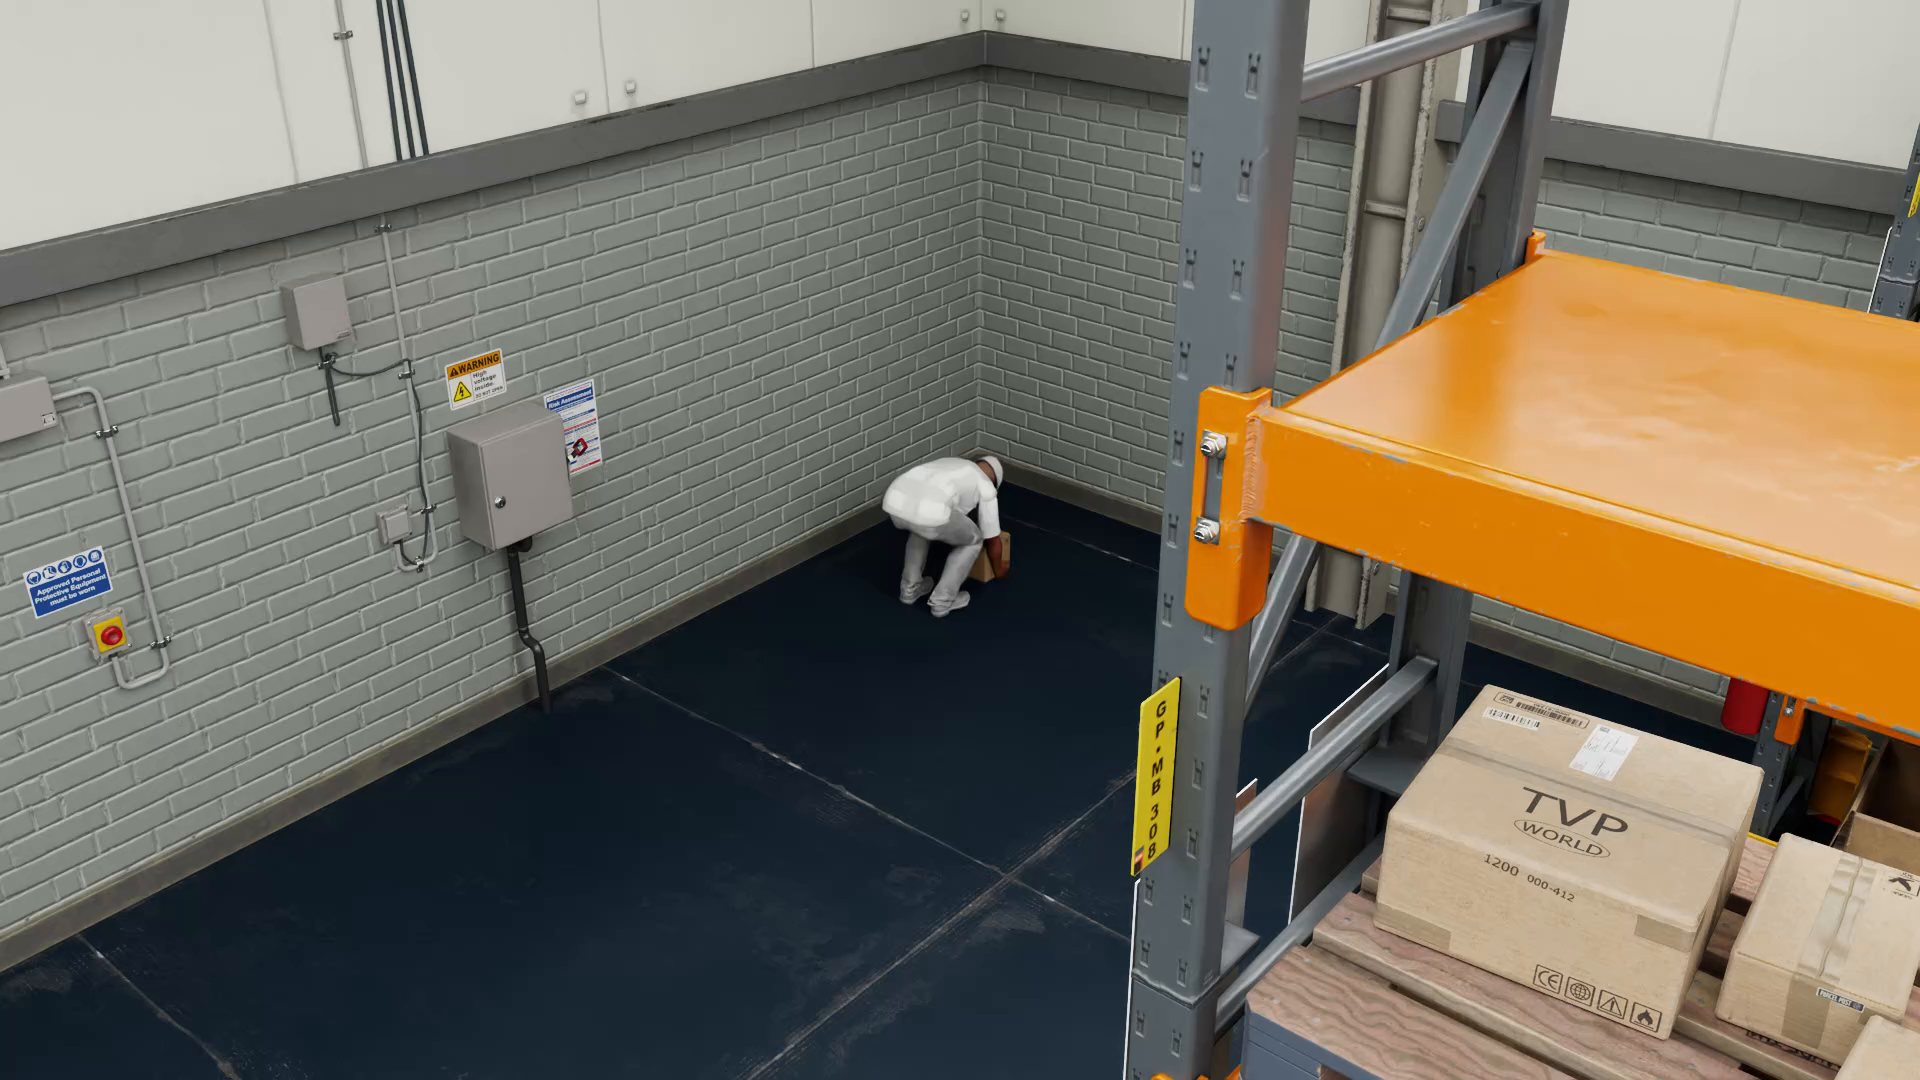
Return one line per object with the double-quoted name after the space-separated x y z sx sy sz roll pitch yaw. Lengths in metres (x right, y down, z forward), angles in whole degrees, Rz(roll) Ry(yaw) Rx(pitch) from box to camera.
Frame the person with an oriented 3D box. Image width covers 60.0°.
-0.061 -0.092 10.128 0.510 0.915 0.976 19 33 32 "person"
